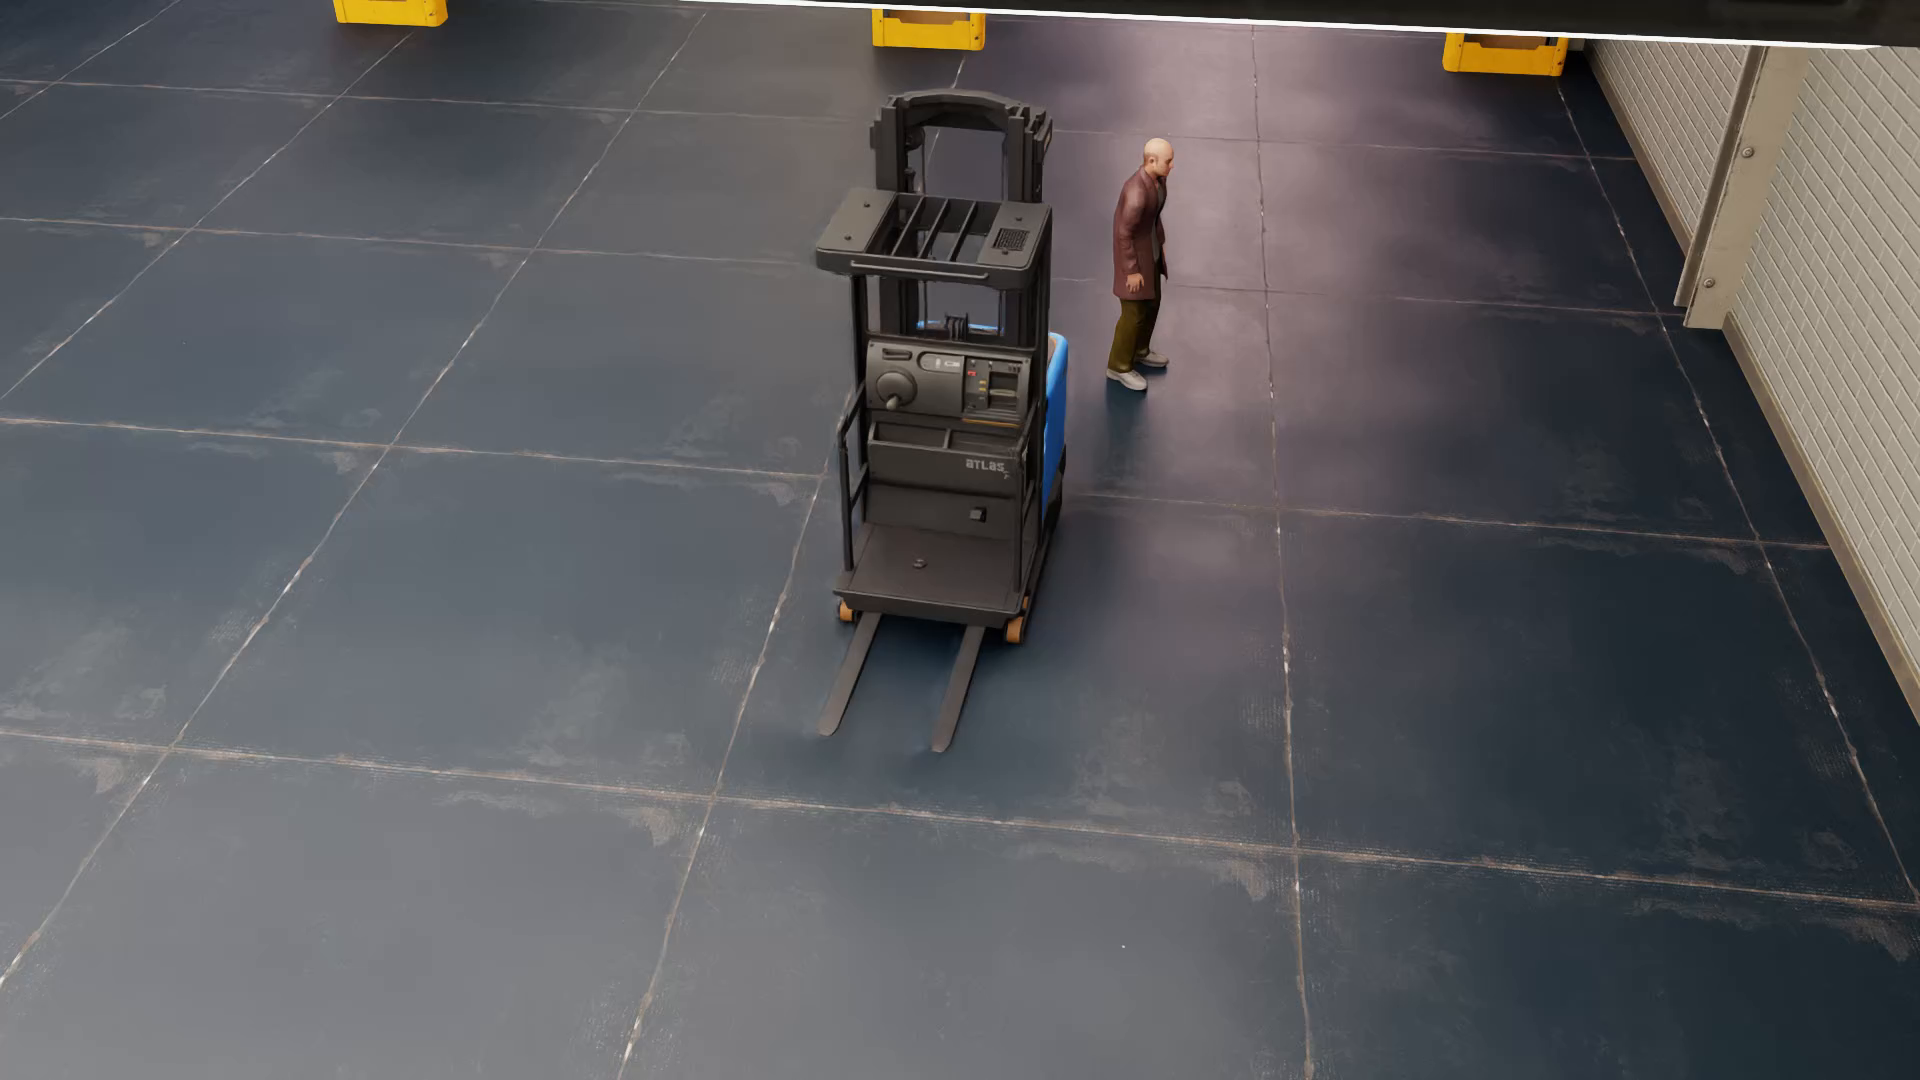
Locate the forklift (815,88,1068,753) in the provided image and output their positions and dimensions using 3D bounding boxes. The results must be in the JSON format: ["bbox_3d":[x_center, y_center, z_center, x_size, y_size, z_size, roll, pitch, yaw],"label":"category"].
[{"bbox_3d":[-0.108,-0.818,9.139,1.130,2.935,3.031,7,37,9],"label":"forklift"}]

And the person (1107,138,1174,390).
[{"bbox_3d":[1.286,-1.977,11.687,0.425,1.773,0.653,17,40,21],"label":"person"}]
